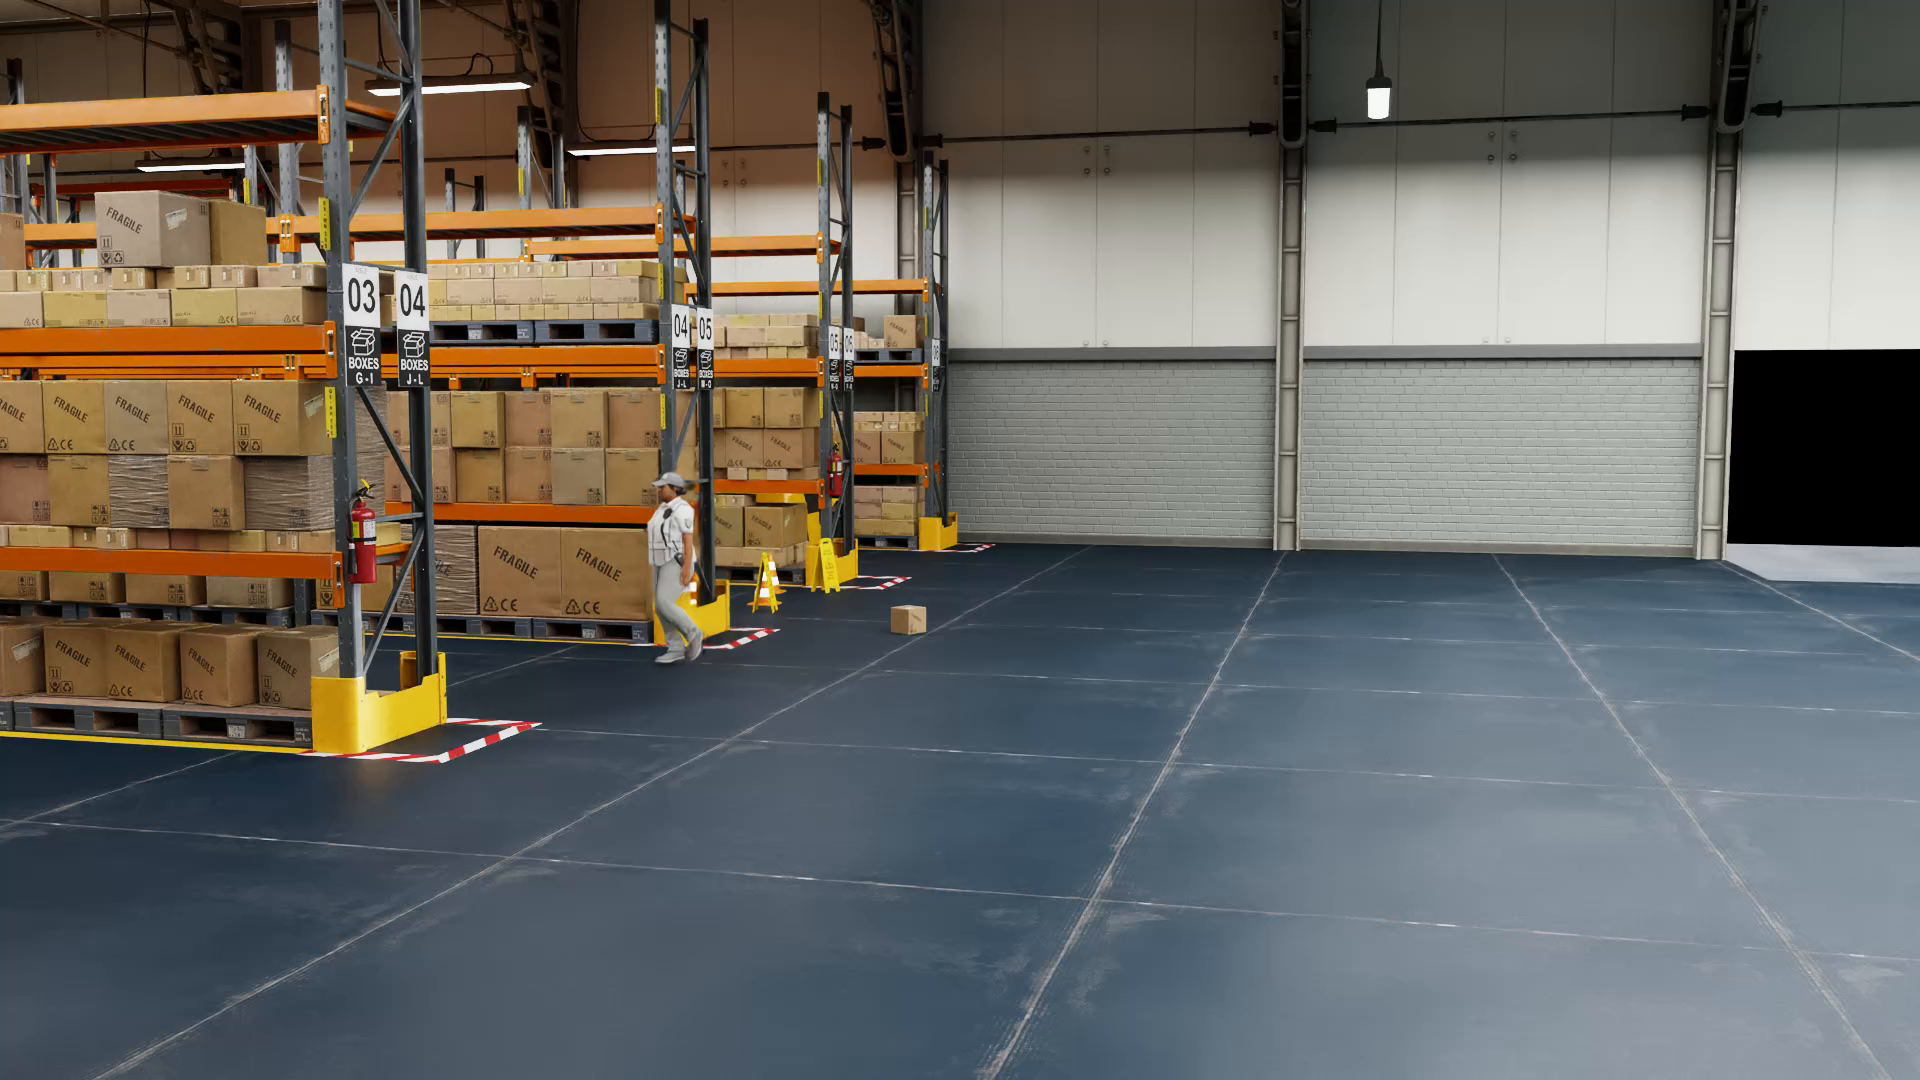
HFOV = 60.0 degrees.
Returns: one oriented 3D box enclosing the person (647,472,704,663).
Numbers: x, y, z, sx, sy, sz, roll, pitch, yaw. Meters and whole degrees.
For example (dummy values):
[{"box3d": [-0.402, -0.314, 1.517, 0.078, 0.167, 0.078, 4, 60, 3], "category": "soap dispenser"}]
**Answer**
[{"box3d": [-2.523, 0.238, 14.501, 0.472, 1.657, 0.515, -4, 6, -40], "category": "person"}]
